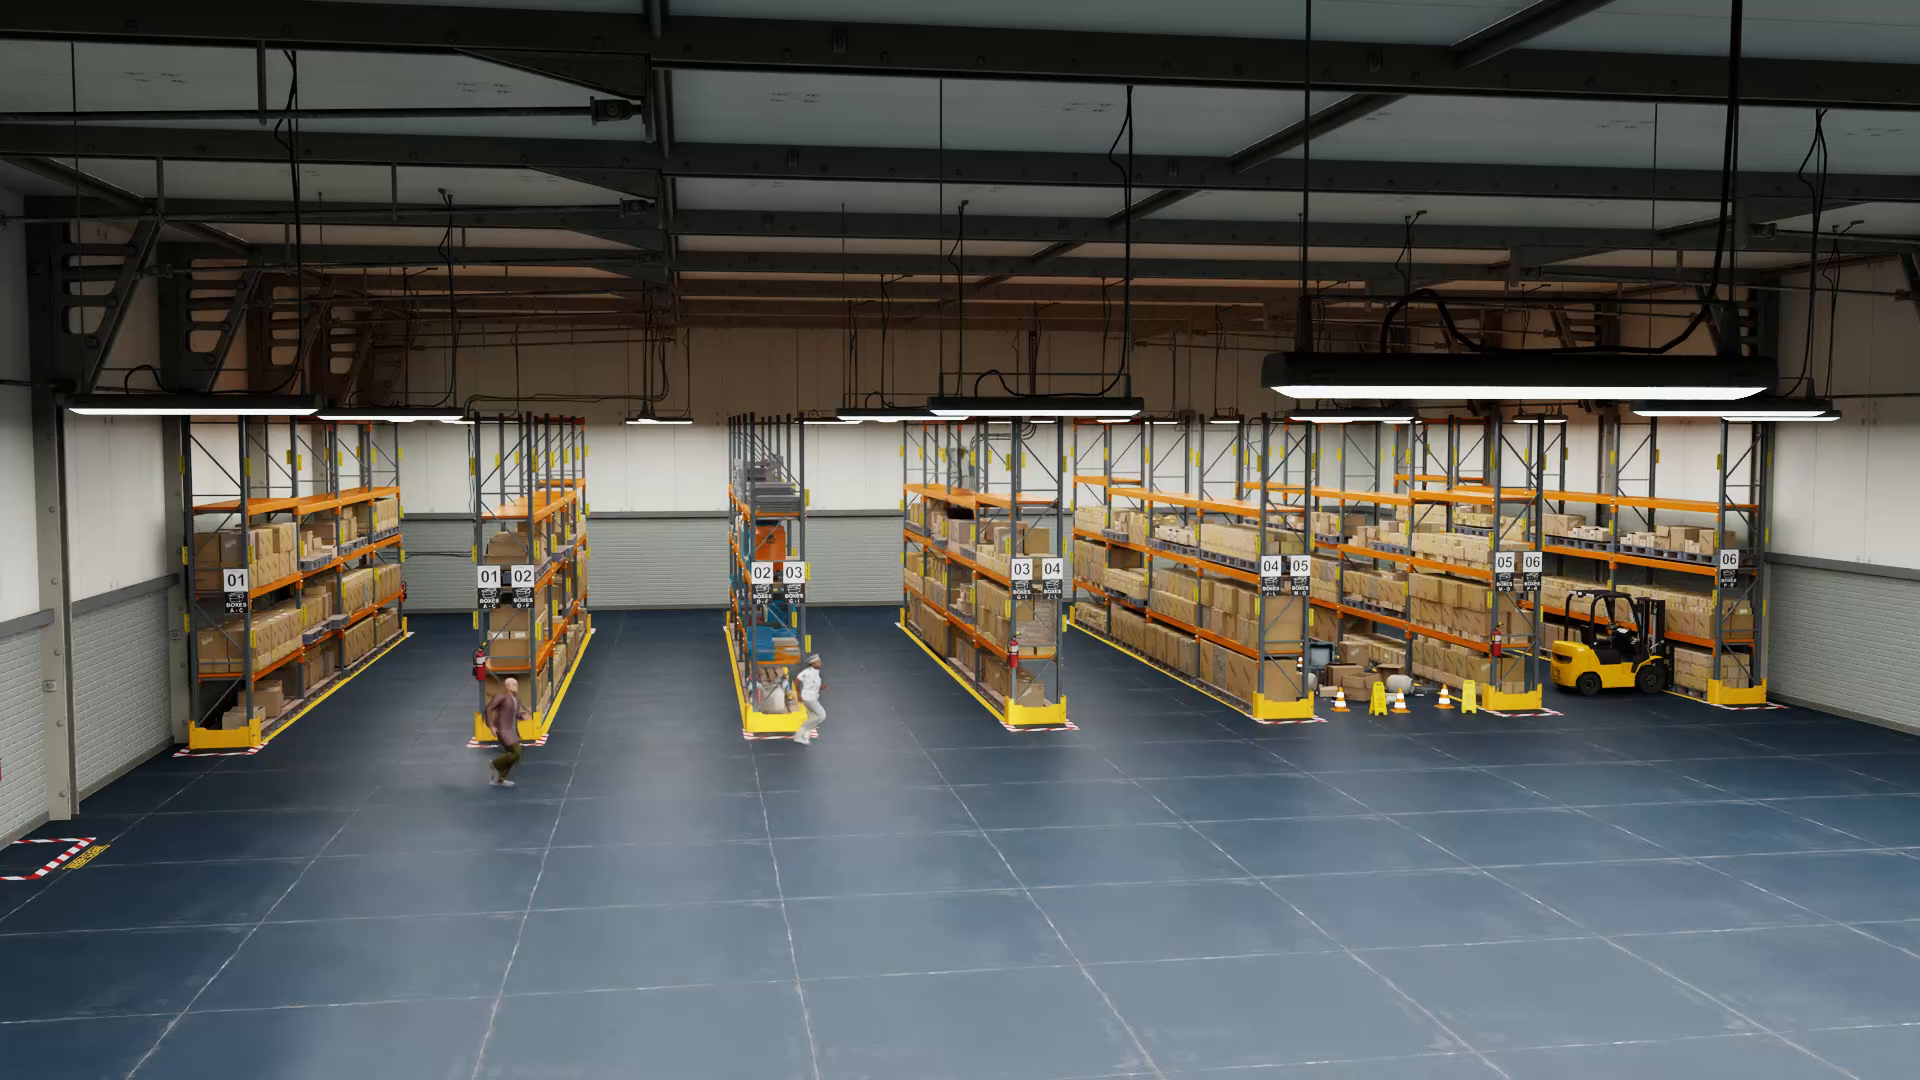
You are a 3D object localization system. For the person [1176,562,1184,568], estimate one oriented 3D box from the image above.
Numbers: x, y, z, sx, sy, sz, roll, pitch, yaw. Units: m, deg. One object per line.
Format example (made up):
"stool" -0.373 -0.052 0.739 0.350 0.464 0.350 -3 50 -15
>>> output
"person" 6.773 1.430 51.227 0.770 1.692 0.581 -2 4 -25

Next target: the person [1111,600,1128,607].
"person" 4.734 1.452 49.955 1.004 1.757 0.725 -1 4 -15

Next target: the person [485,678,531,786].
"person" -7.154 3.057 26.434 0.673 1.730 0.703 1 4 12

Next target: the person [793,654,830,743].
"person" -2.667 2.850 29.919 0.686 1.621 0.560 1 4 12

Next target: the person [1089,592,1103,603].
"person" 4.137 1.513 49.932 0.576 1.607 0.625 2 5 31
